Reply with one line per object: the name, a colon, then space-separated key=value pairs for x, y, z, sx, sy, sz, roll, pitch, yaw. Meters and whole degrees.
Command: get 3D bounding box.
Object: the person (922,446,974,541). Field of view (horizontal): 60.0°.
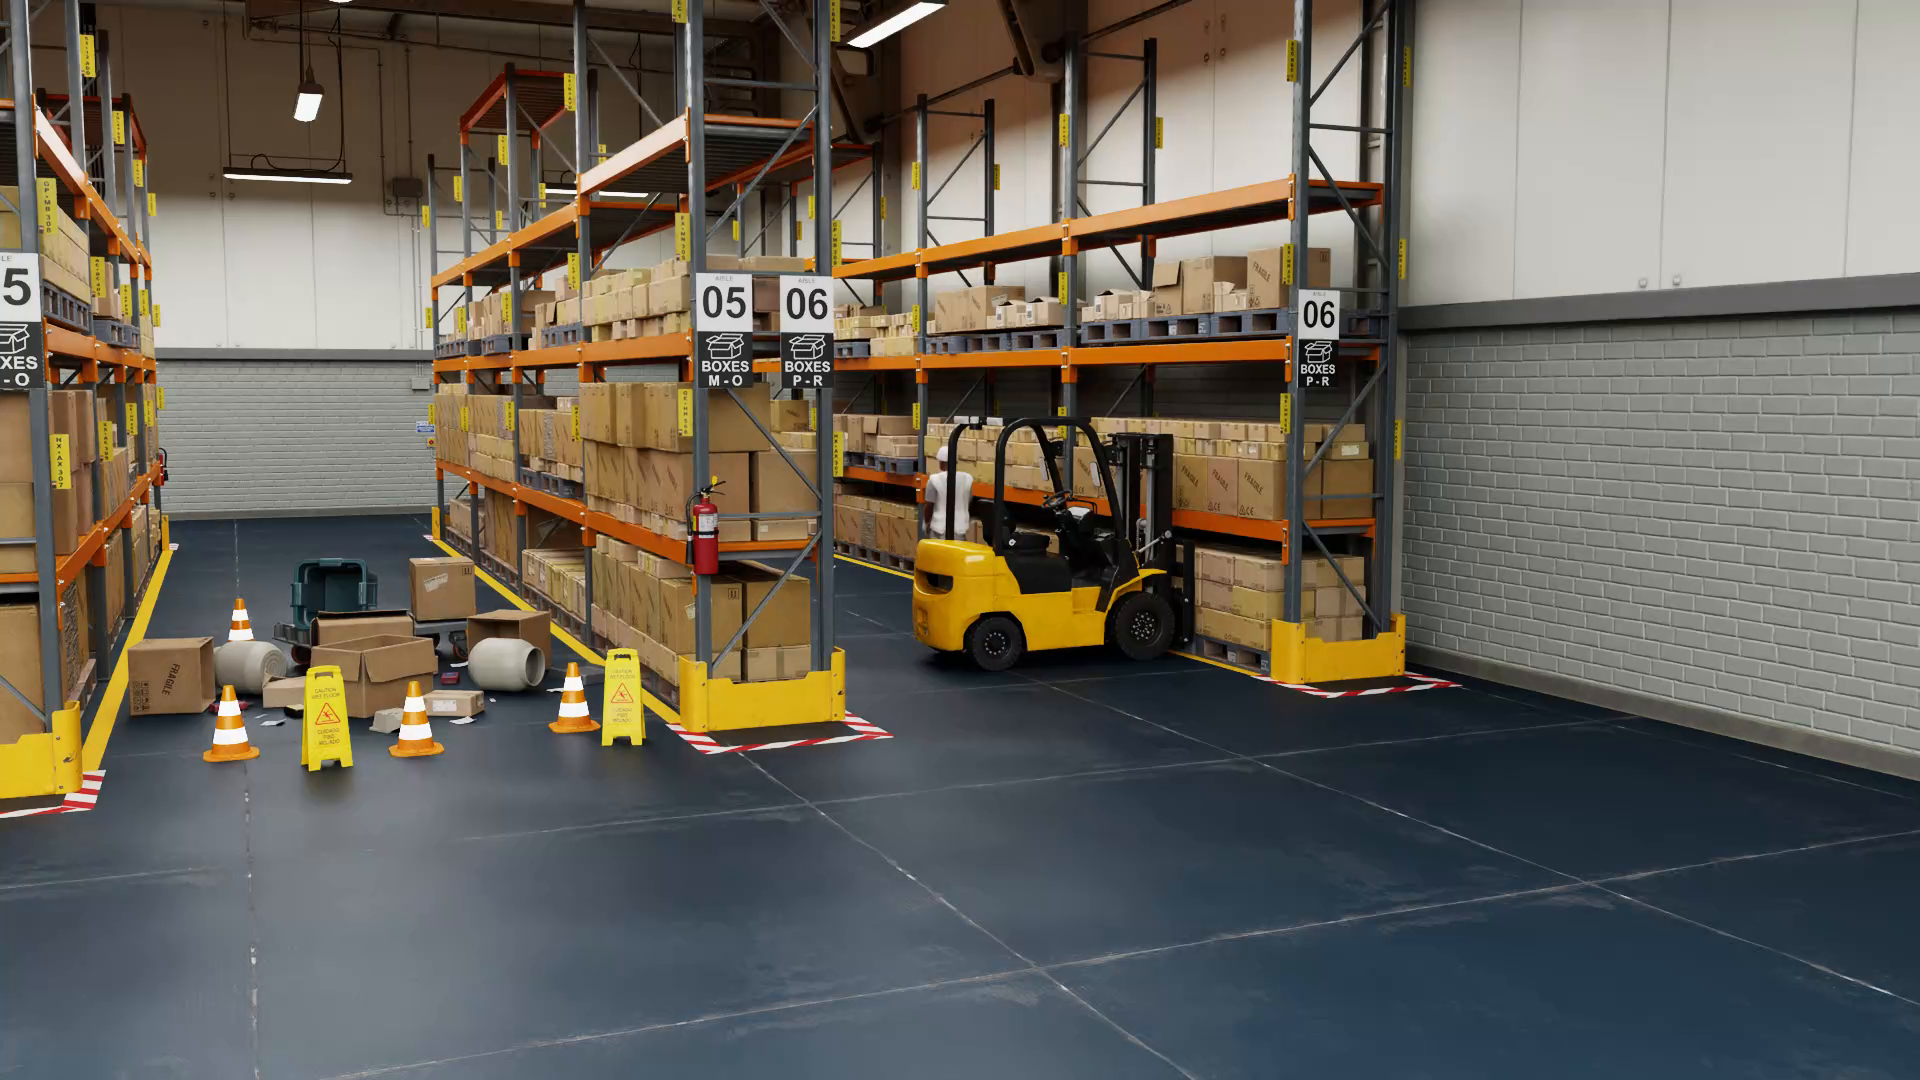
person: x=-0.125 y=-0.104 z=17.726 sx=0.570 sy=1.781 sz=0.408 roll=-3 pitch=6 yaw=-25
